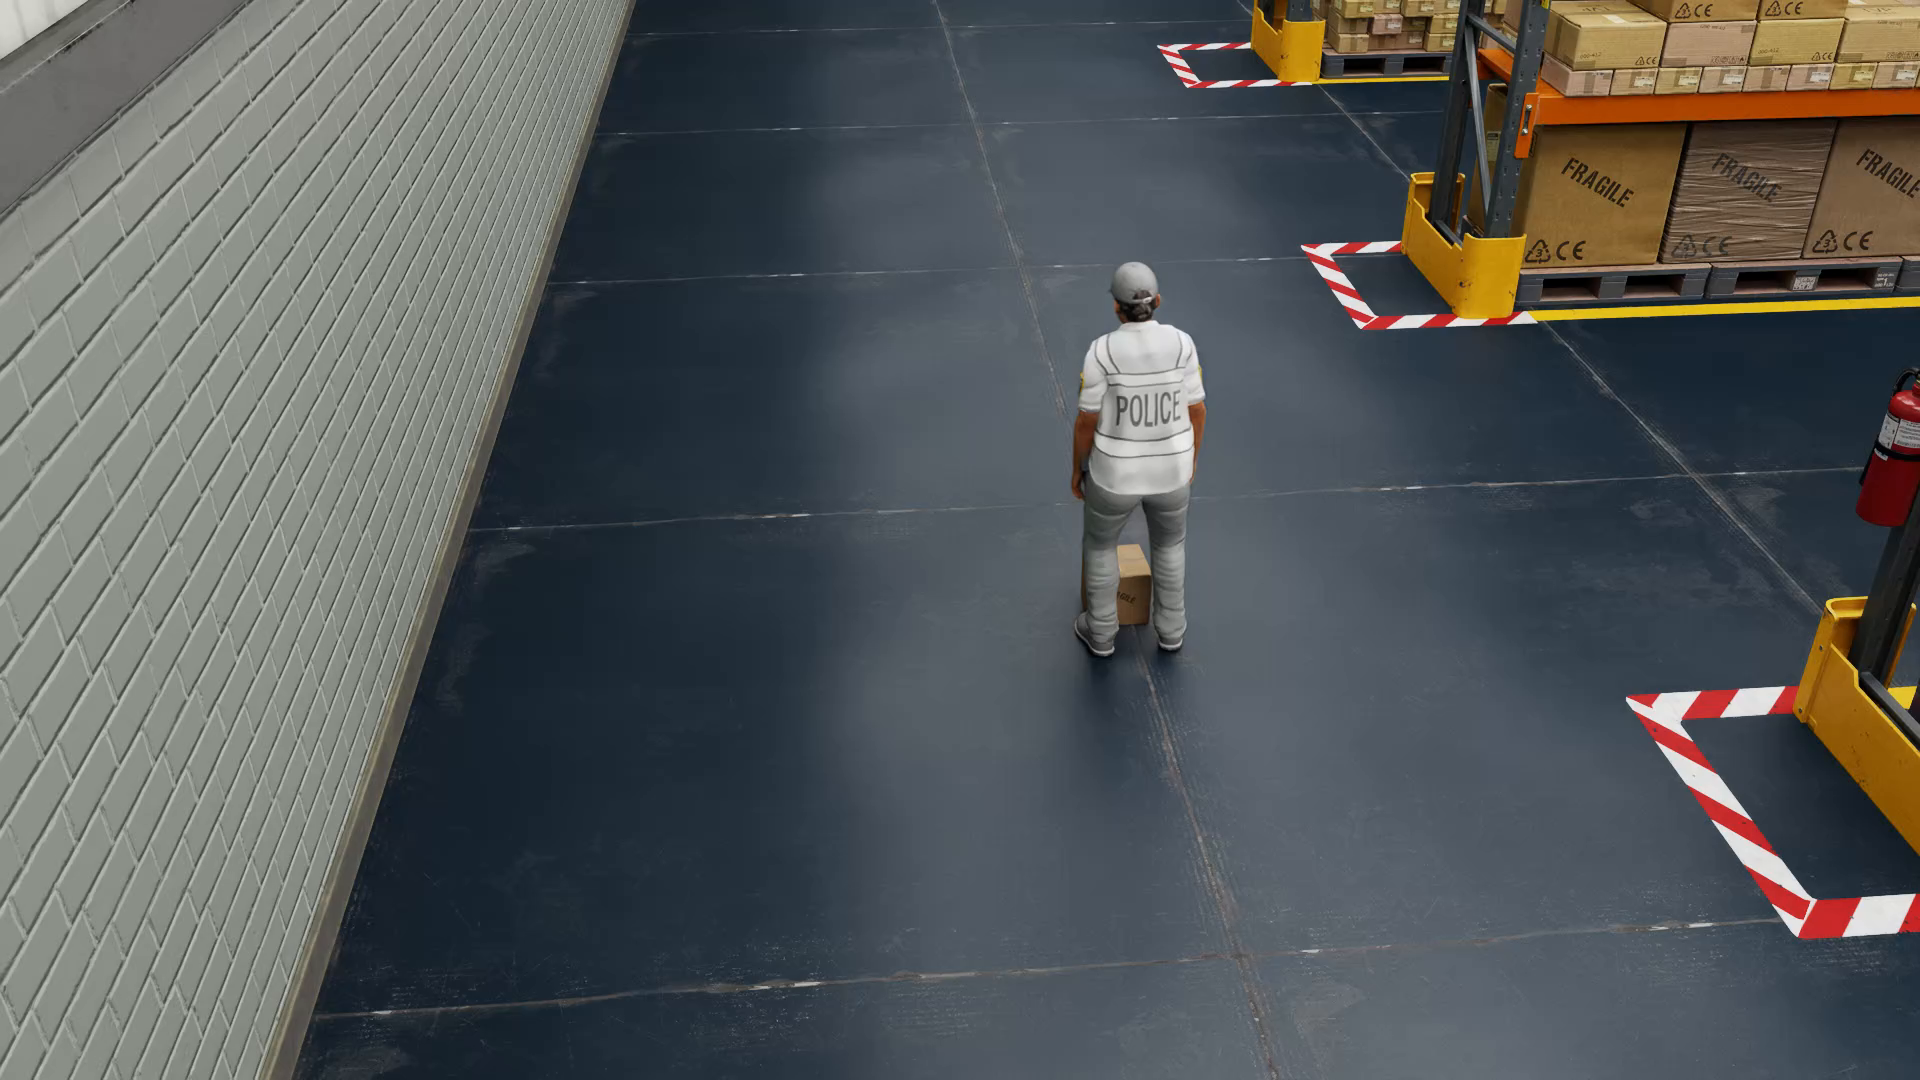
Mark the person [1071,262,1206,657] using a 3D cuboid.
[{"bbox_3d":[0.706,-0.294,6.613,0.555,1.665,0.467,-4,32,-7],"label":"person"}]
